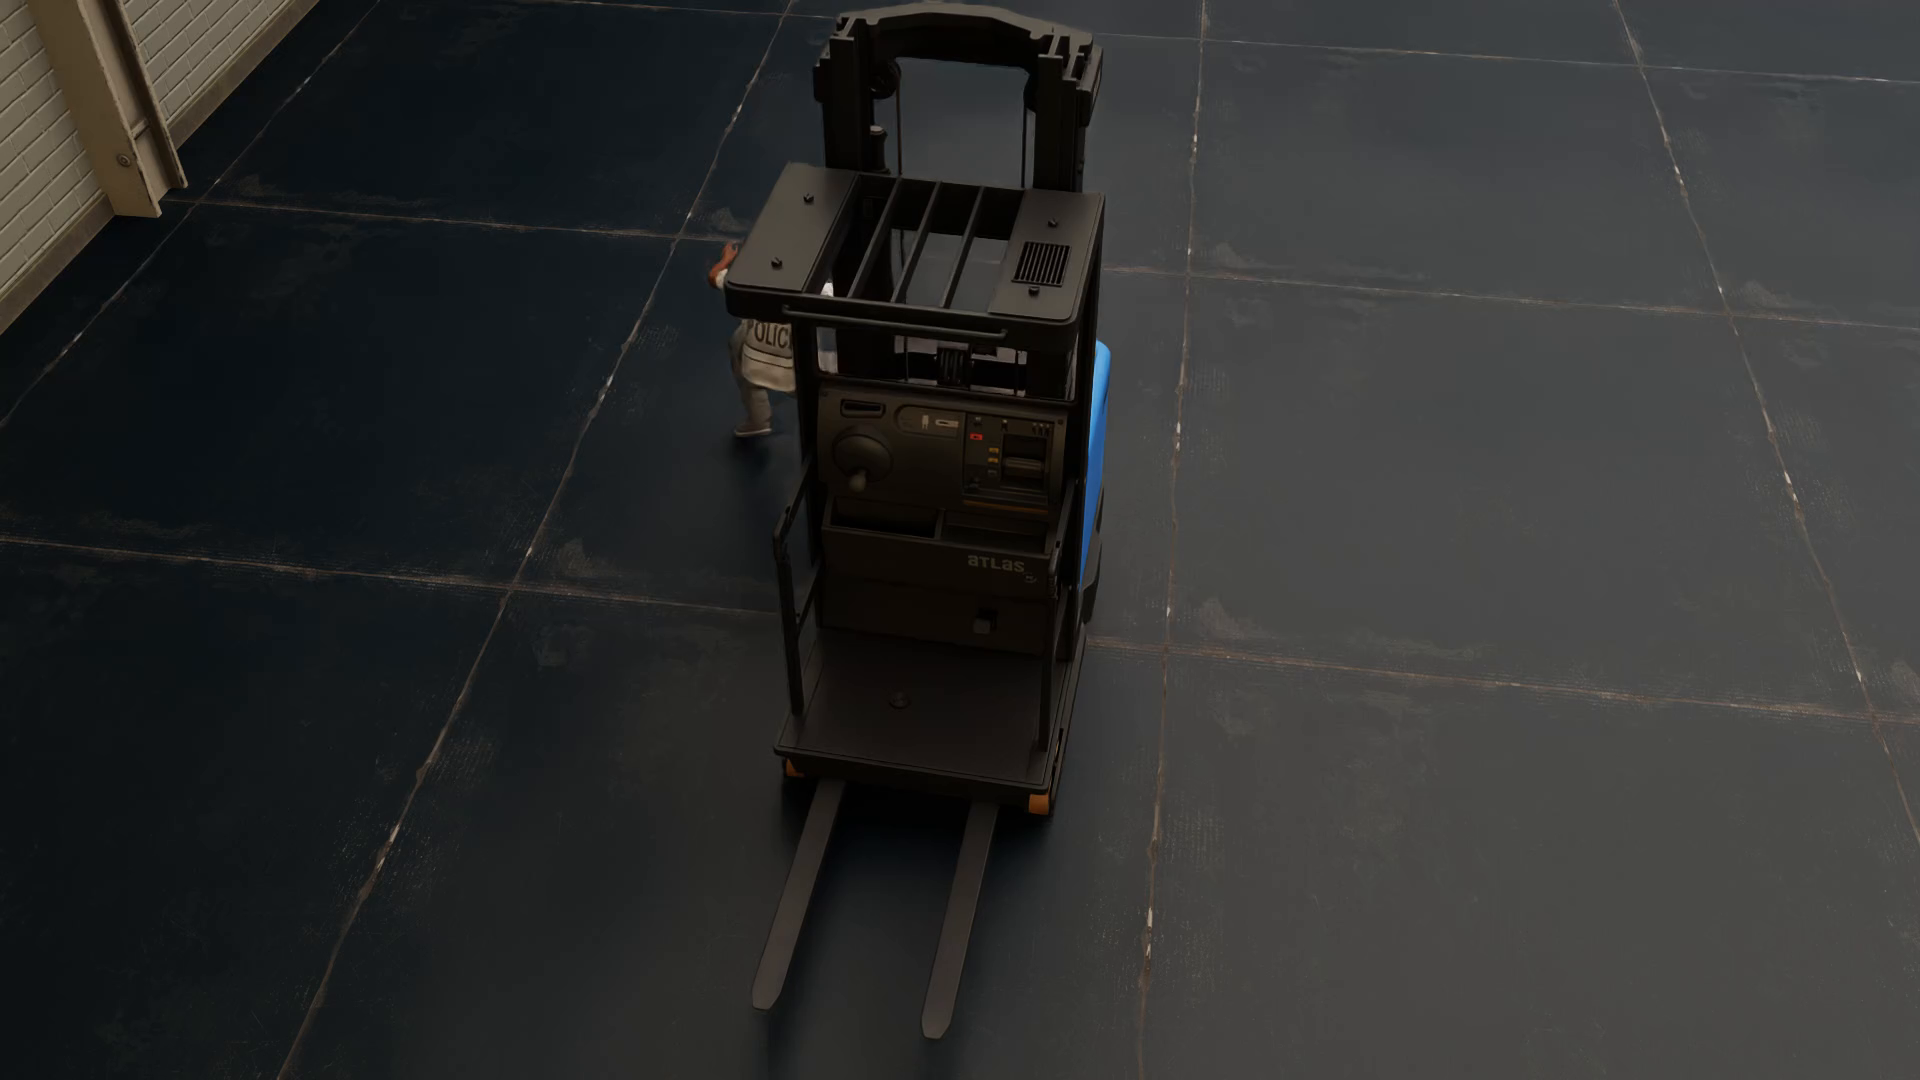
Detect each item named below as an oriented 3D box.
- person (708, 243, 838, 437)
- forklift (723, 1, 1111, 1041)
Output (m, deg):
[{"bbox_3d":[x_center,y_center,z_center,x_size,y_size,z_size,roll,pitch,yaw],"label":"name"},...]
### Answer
[{"bbox_3d":[-0.739,-0.978,7.908,0.947,1.448,0.734,11,44,12],"label":"person"},{"bbox_3d":[-0.111,-0.250,5.996,1.130,2.935,3.031,7,43,8],"label":"forklift"}]
